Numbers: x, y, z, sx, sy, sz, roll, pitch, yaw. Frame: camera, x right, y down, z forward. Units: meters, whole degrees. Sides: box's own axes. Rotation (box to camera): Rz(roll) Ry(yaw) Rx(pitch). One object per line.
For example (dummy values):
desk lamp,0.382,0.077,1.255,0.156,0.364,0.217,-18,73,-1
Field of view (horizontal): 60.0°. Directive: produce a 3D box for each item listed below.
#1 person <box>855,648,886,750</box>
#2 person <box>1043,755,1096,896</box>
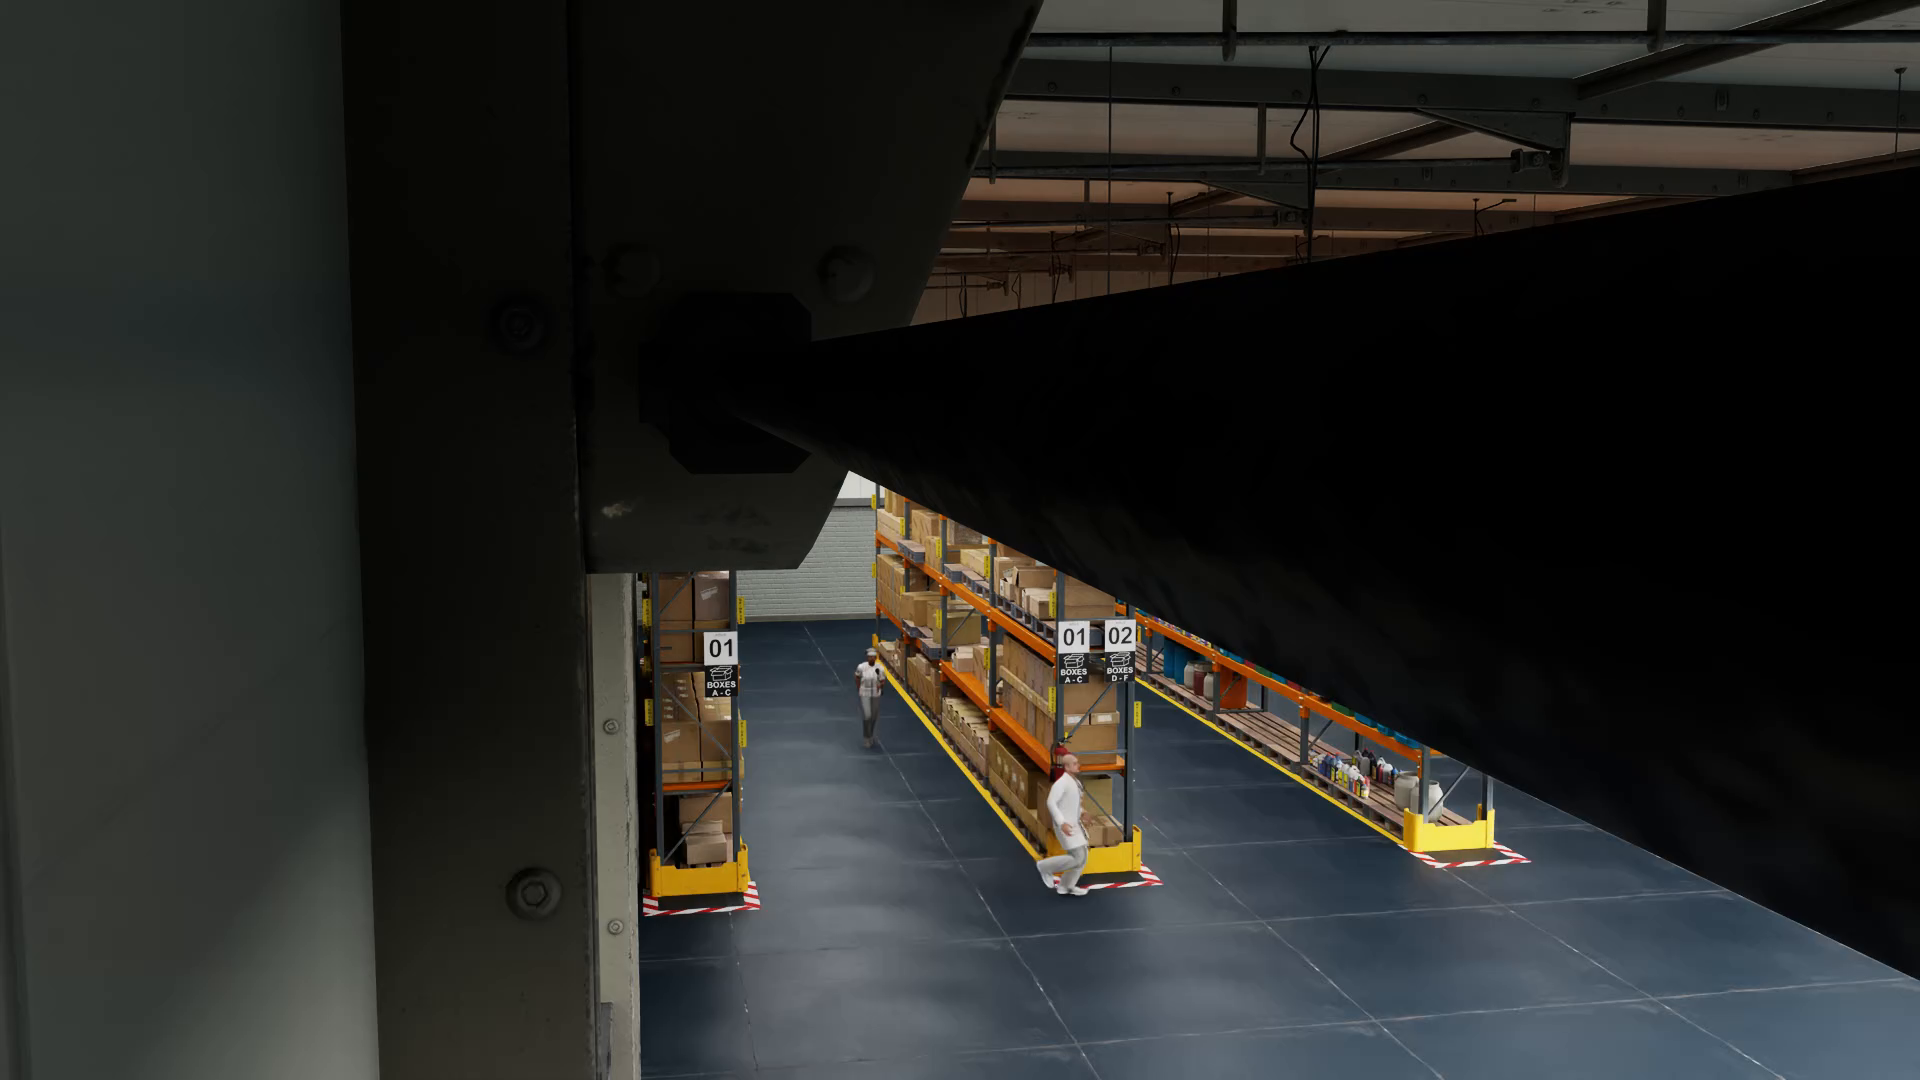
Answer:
person,-1.488,2.649,27.941,0.486,1.727,0.833,-2,6,-14
person,1.326,3.428,19.981,0.622,1.707,0.731,2,6,16
